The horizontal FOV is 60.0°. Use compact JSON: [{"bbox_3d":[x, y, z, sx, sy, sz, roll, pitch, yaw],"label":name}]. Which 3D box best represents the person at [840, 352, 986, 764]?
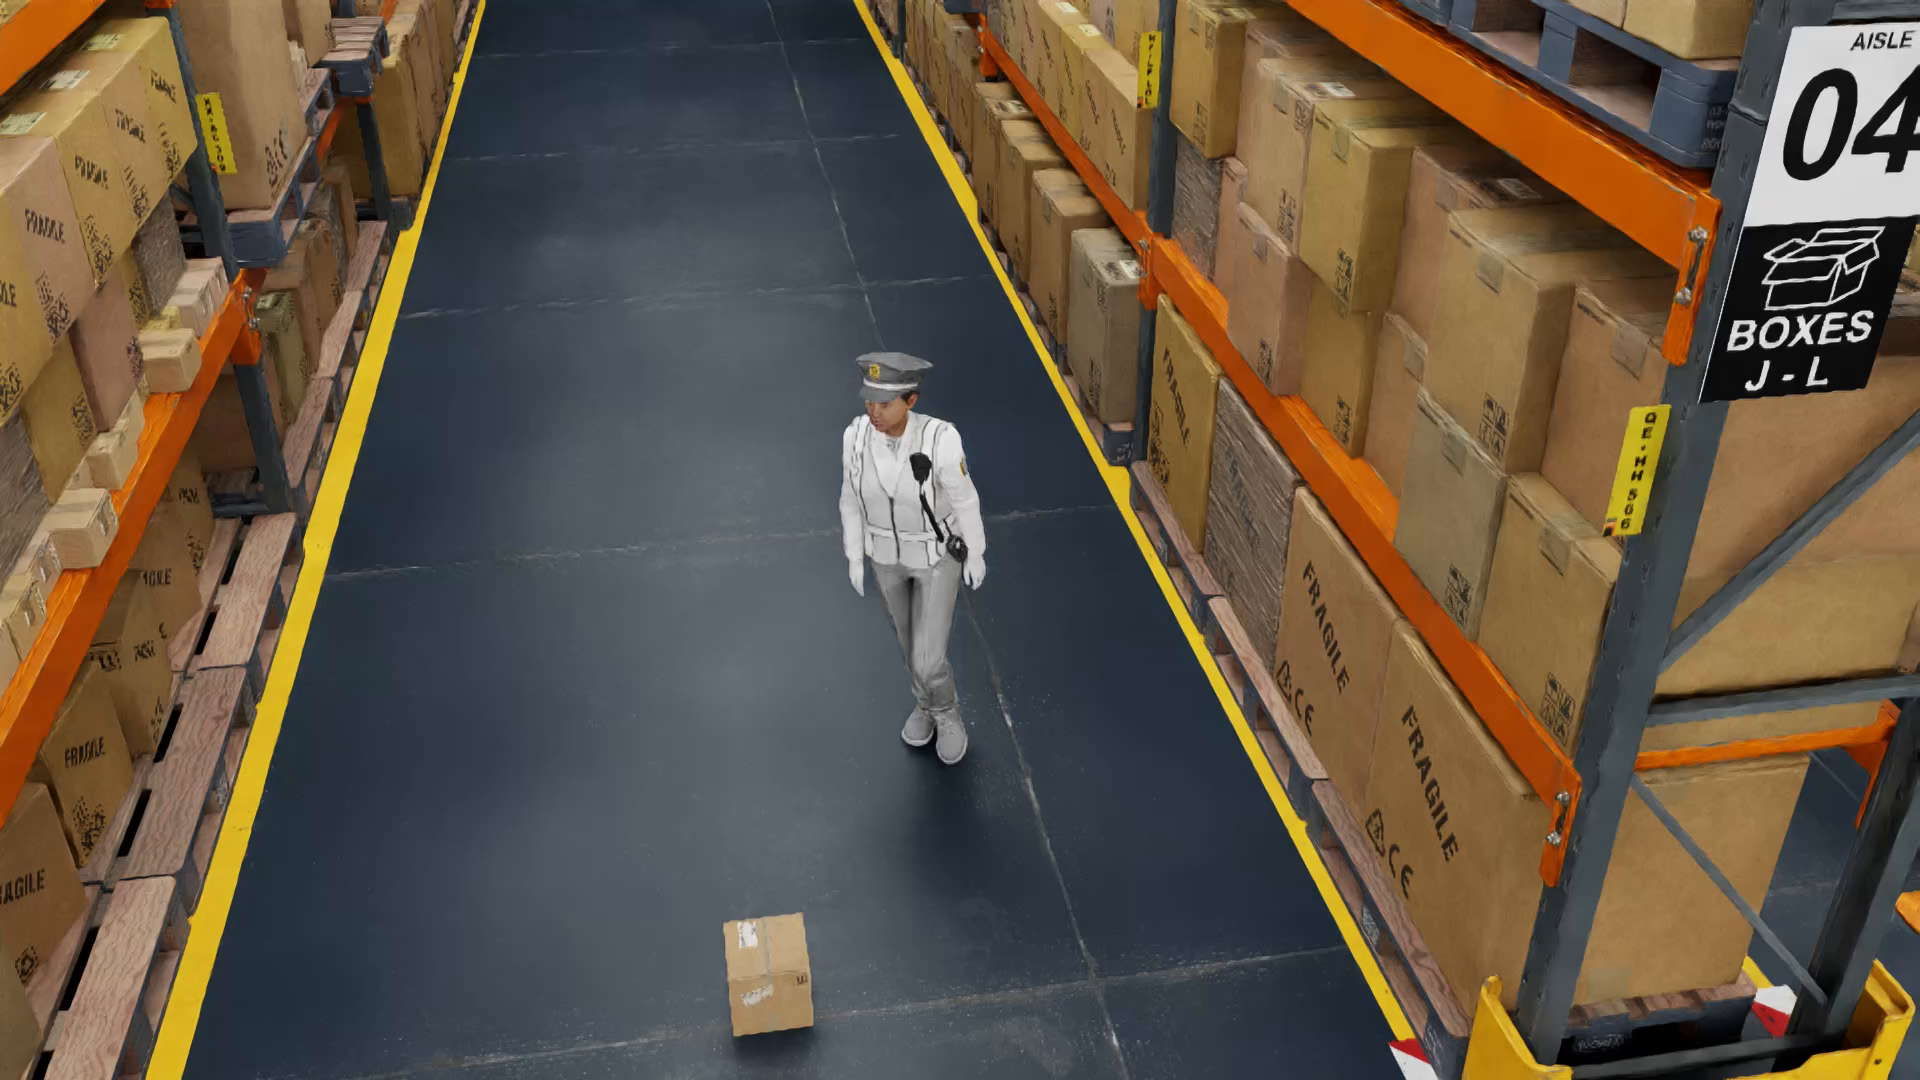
[{"bbox_3d":[-0.181,0.058,5.985,0.514,1.667,0.486,12,33,19],"label":"person"}]
